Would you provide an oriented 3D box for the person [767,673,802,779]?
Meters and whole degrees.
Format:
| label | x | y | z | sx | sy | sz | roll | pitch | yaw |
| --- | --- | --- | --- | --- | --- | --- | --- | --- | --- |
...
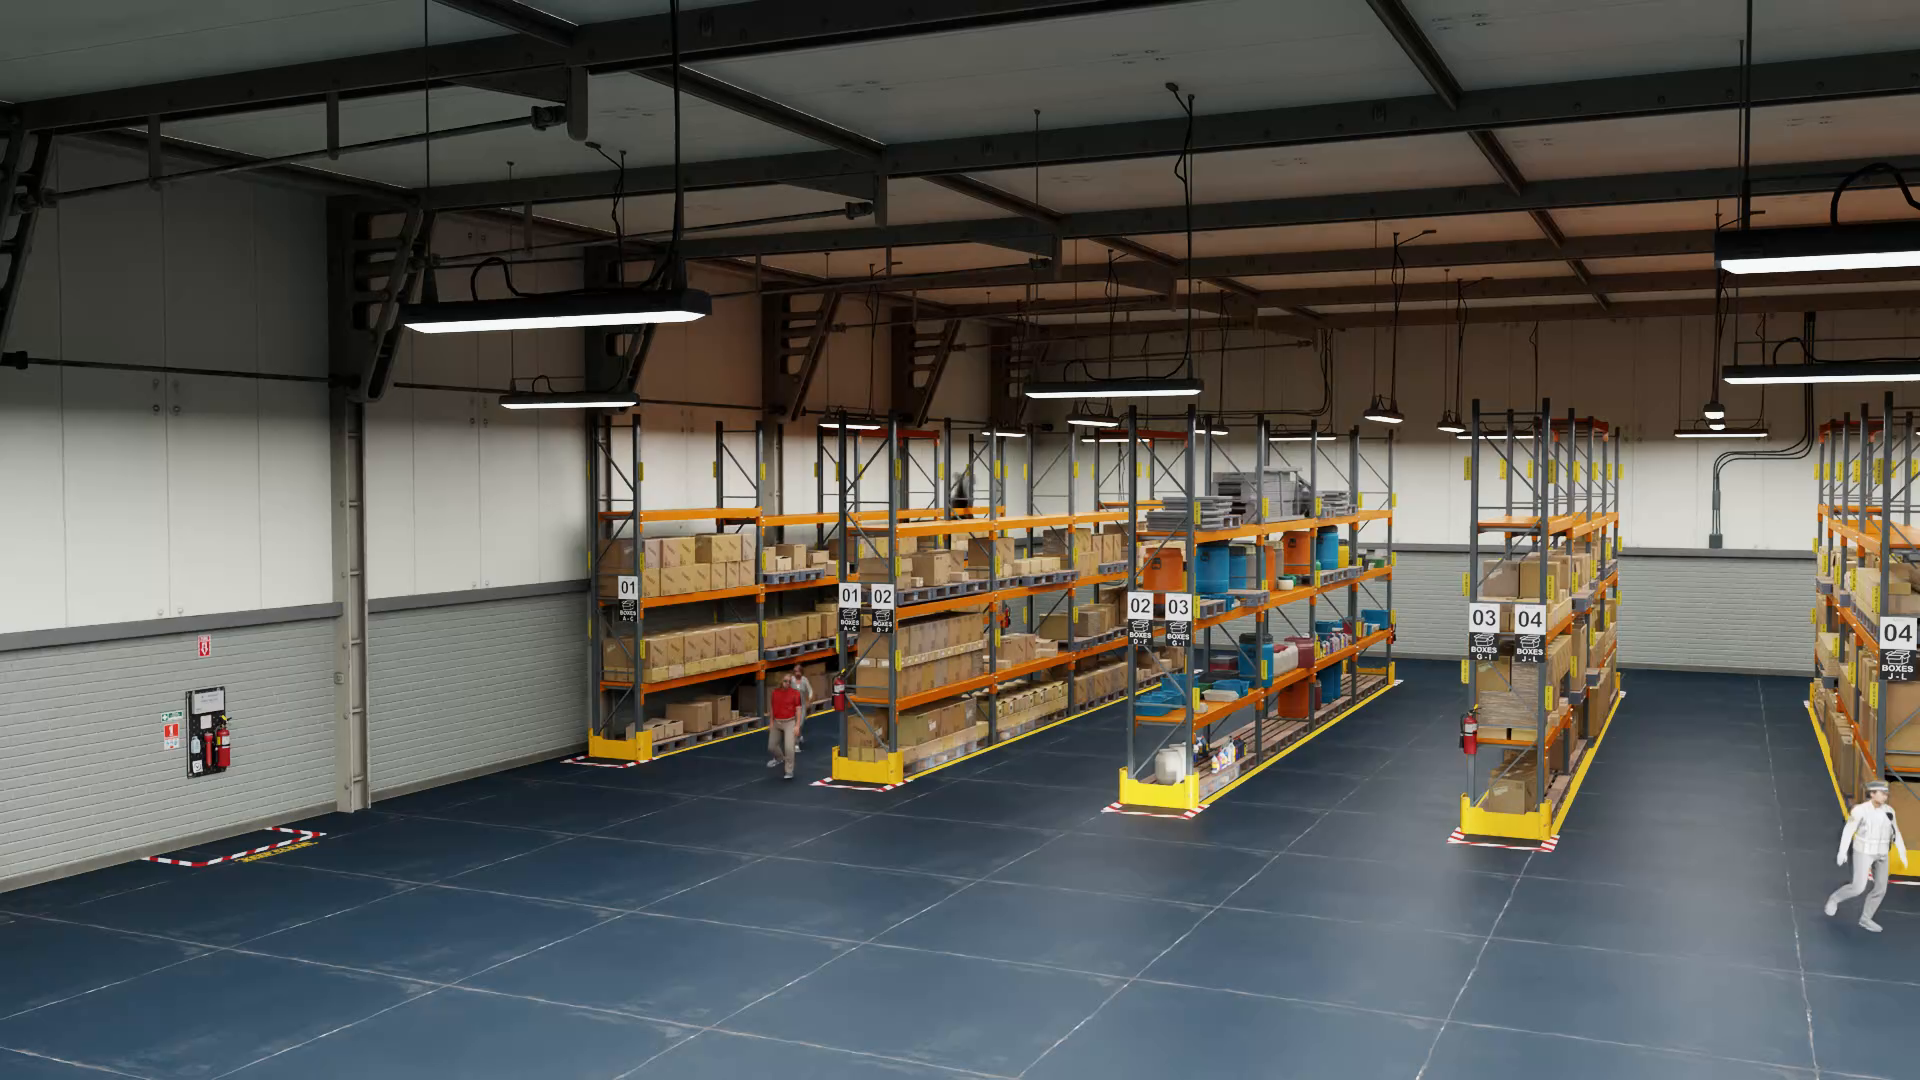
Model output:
| label | x | y | z | sx | sy | sz | roll | pitch | yaw |
| --- | --- | --- | --- | --- | --- | --- | --- | --- | --- |
| person | -2.905 | 3.020 | 27.258 | 0.771 | 1.698 | 0.640 | 1 | 2 | 19 |

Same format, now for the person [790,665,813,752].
| label | x | y | z | sx | sy | sz | roll | pitch | yaw |
| --- | --- | --- | --- | --- | --- | --- | --- | --- | --- |
| person | -2.923 | 3.007 | 29.888 | 0.572 | 1.570 | 0.576 | 0 | 2 | -4 |

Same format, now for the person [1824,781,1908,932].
| label | x | y | z | sx | sy | sz | roll | pitch | yaw |
| --- | --- | --- | --- | --- | --- | --- | --- | --- | --- |
| person | 9.918 | 3.426 | 18.216 | 0.648 | 1.654 | 0.651 | 0 | 2 | -6 |
